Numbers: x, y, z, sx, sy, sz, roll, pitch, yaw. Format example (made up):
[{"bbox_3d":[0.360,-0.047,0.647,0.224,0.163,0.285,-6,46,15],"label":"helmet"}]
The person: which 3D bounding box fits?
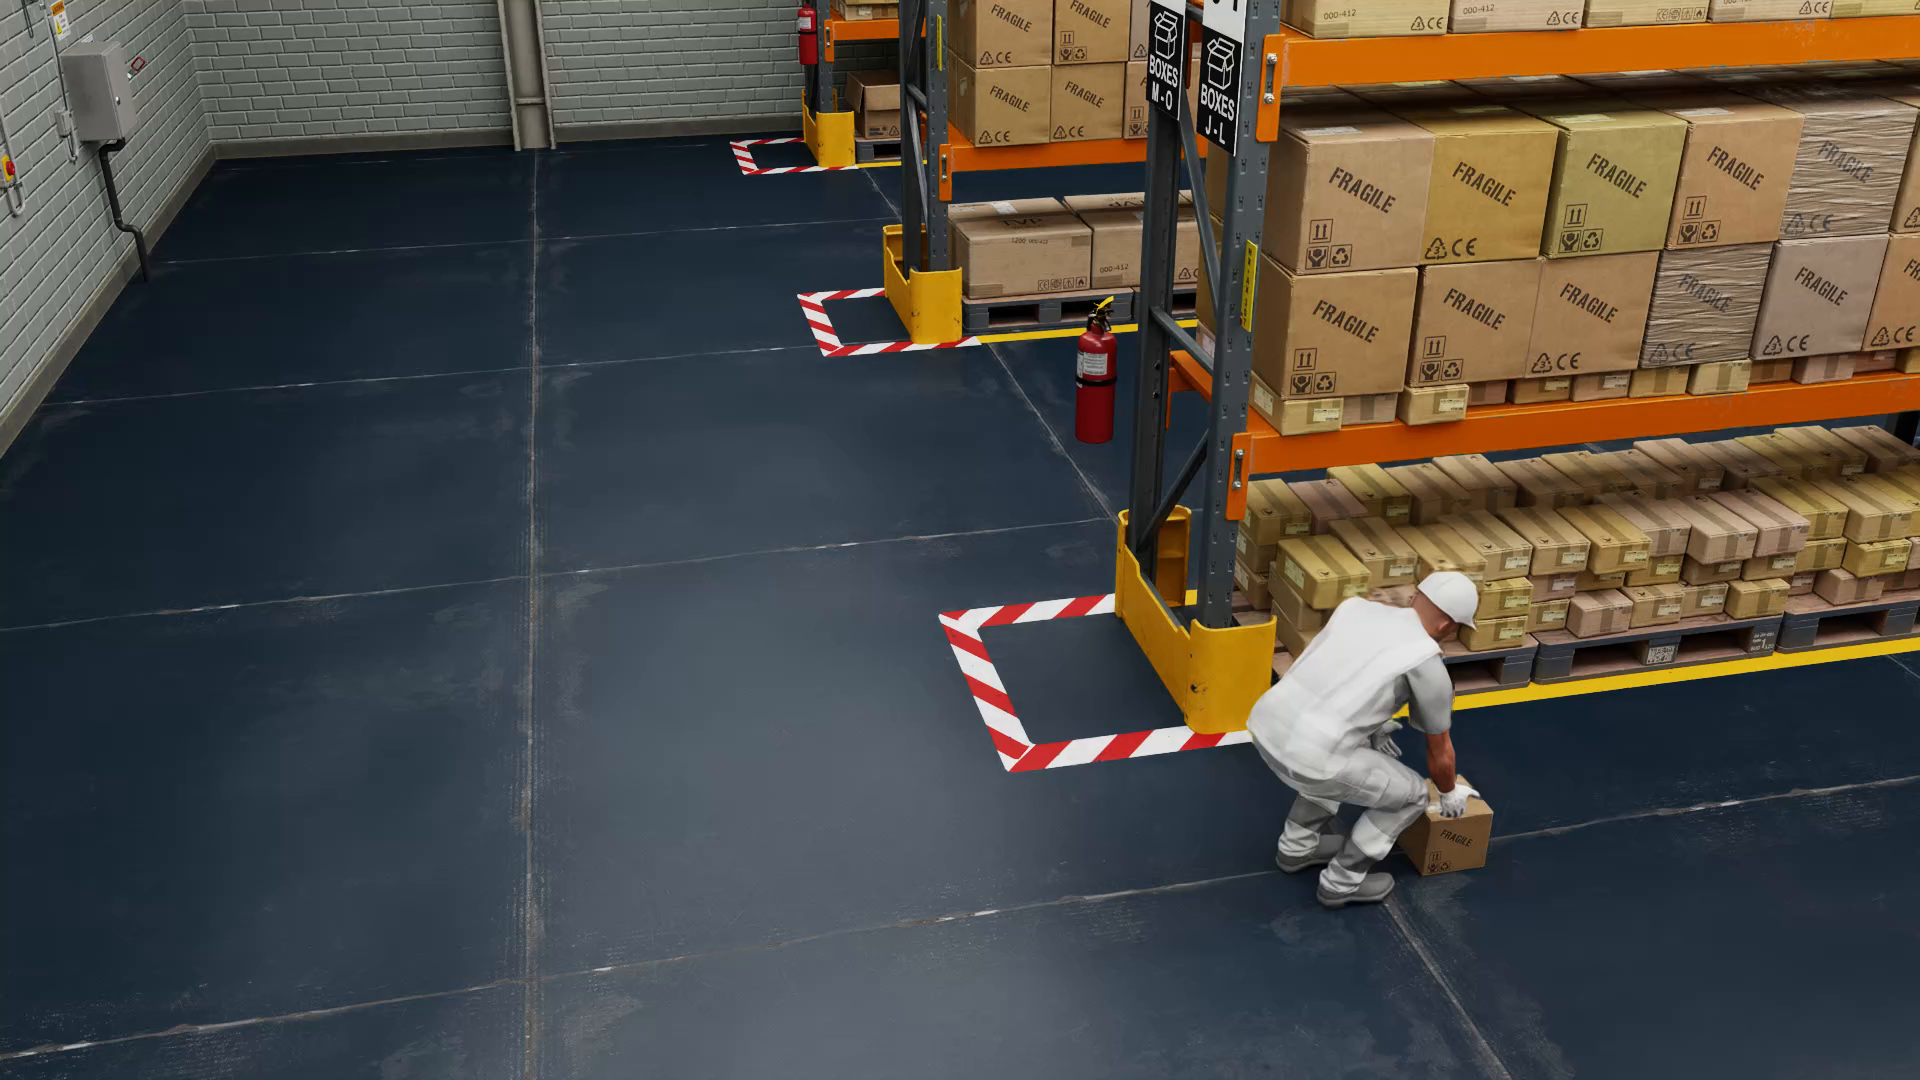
[{"bbox_3d":[1.414,0.688,5.902,0.852,1.172,0.580,-9,28,-18],"label":"person"}]
